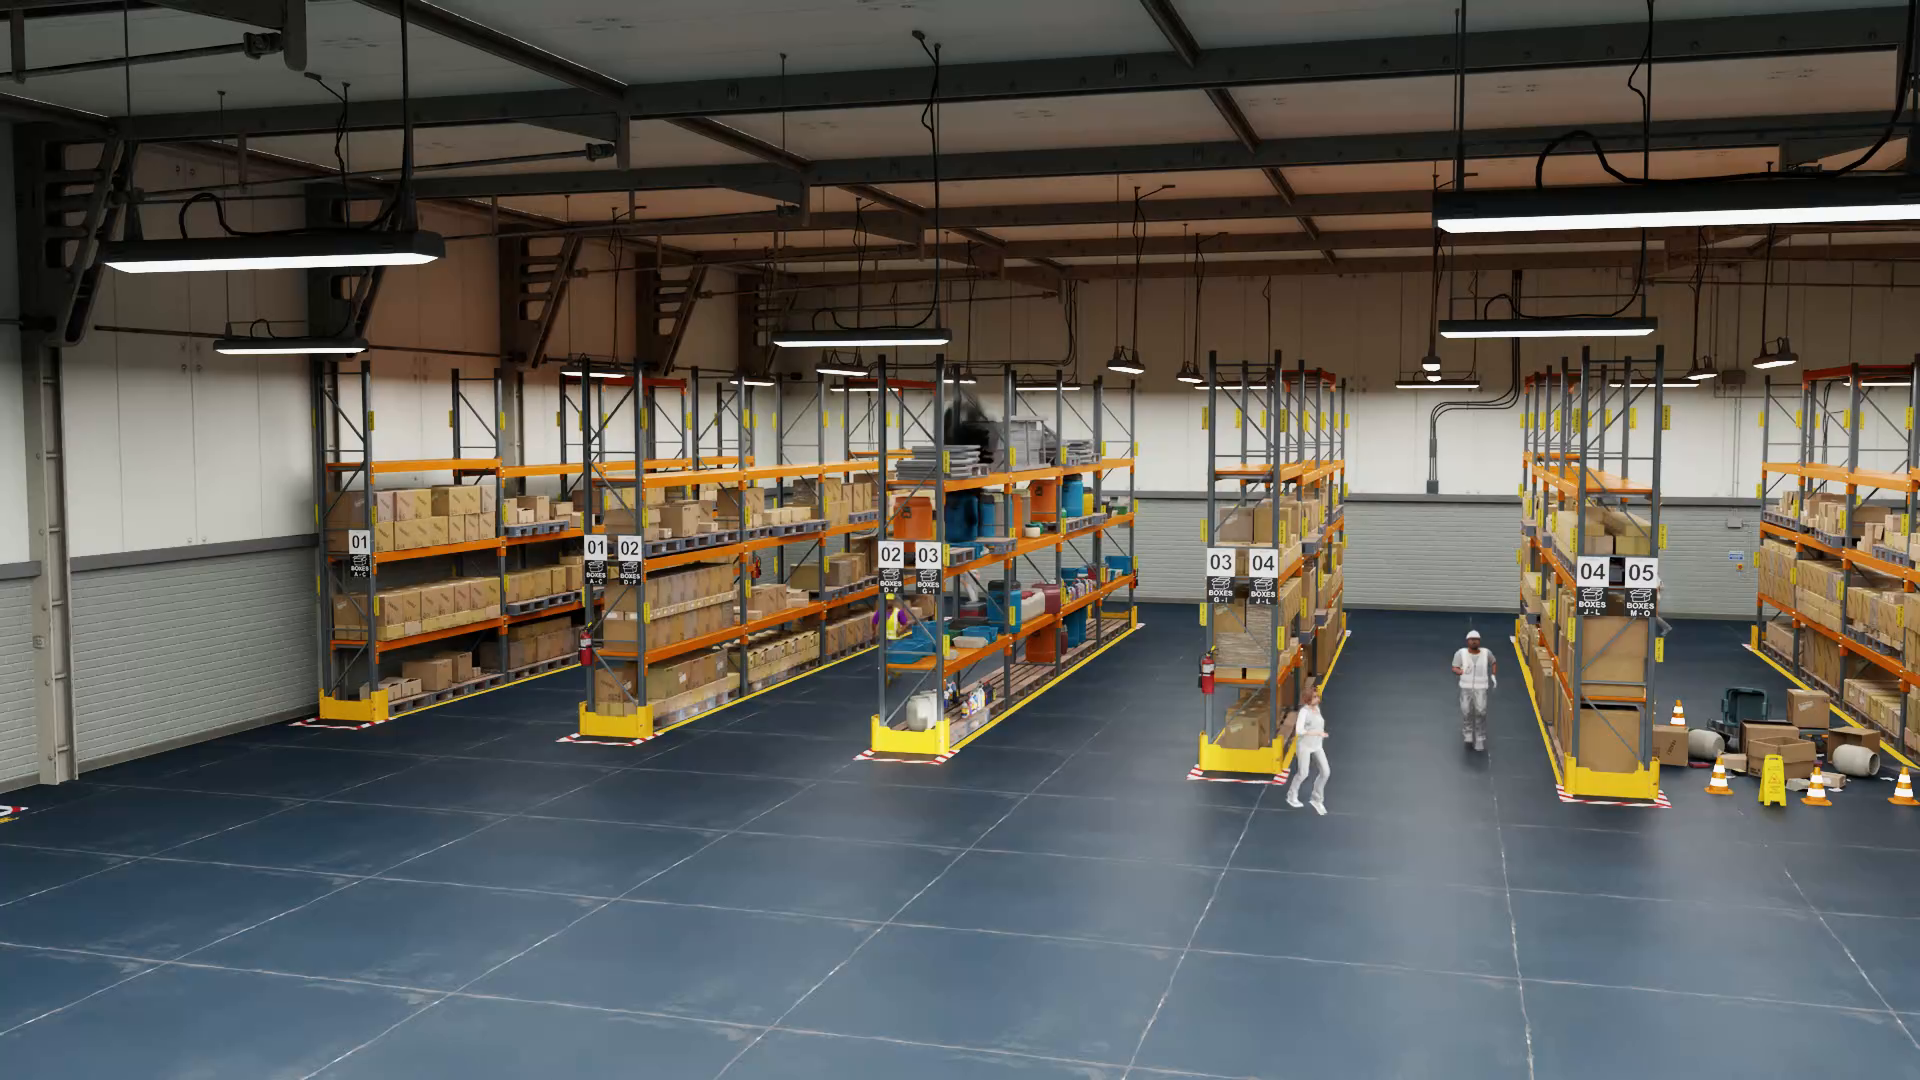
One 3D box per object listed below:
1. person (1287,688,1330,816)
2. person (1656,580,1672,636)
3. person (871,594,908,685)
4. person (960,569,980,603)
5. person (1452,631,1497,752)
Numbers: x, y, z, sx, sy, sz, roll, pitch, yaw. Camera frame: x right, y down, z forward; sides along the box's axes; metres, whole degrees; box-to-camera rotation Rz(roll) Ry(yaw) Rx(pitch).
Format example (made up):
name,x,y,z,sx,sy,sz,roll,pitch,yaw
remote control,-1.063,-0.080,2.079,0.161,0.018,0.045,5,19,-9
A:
name,x,y,z,sx,sy,sz,roll,pitch,yaw
person,4.443,2.693,21.190,0.524,1.629,0.702,-3,5,-35
person,15.966,1.428,38.275,0.788,1.736,0.574,2,5,25
person,-1.352,1.884,31.648,0.686,1.719,0.694,0,4,6
person,0.229,1.188,42.027,0.569,1.627,0.711,-2,5,-27
person,7.849,2.301,25.396,0.658,1.838,0.761,1,4,19
